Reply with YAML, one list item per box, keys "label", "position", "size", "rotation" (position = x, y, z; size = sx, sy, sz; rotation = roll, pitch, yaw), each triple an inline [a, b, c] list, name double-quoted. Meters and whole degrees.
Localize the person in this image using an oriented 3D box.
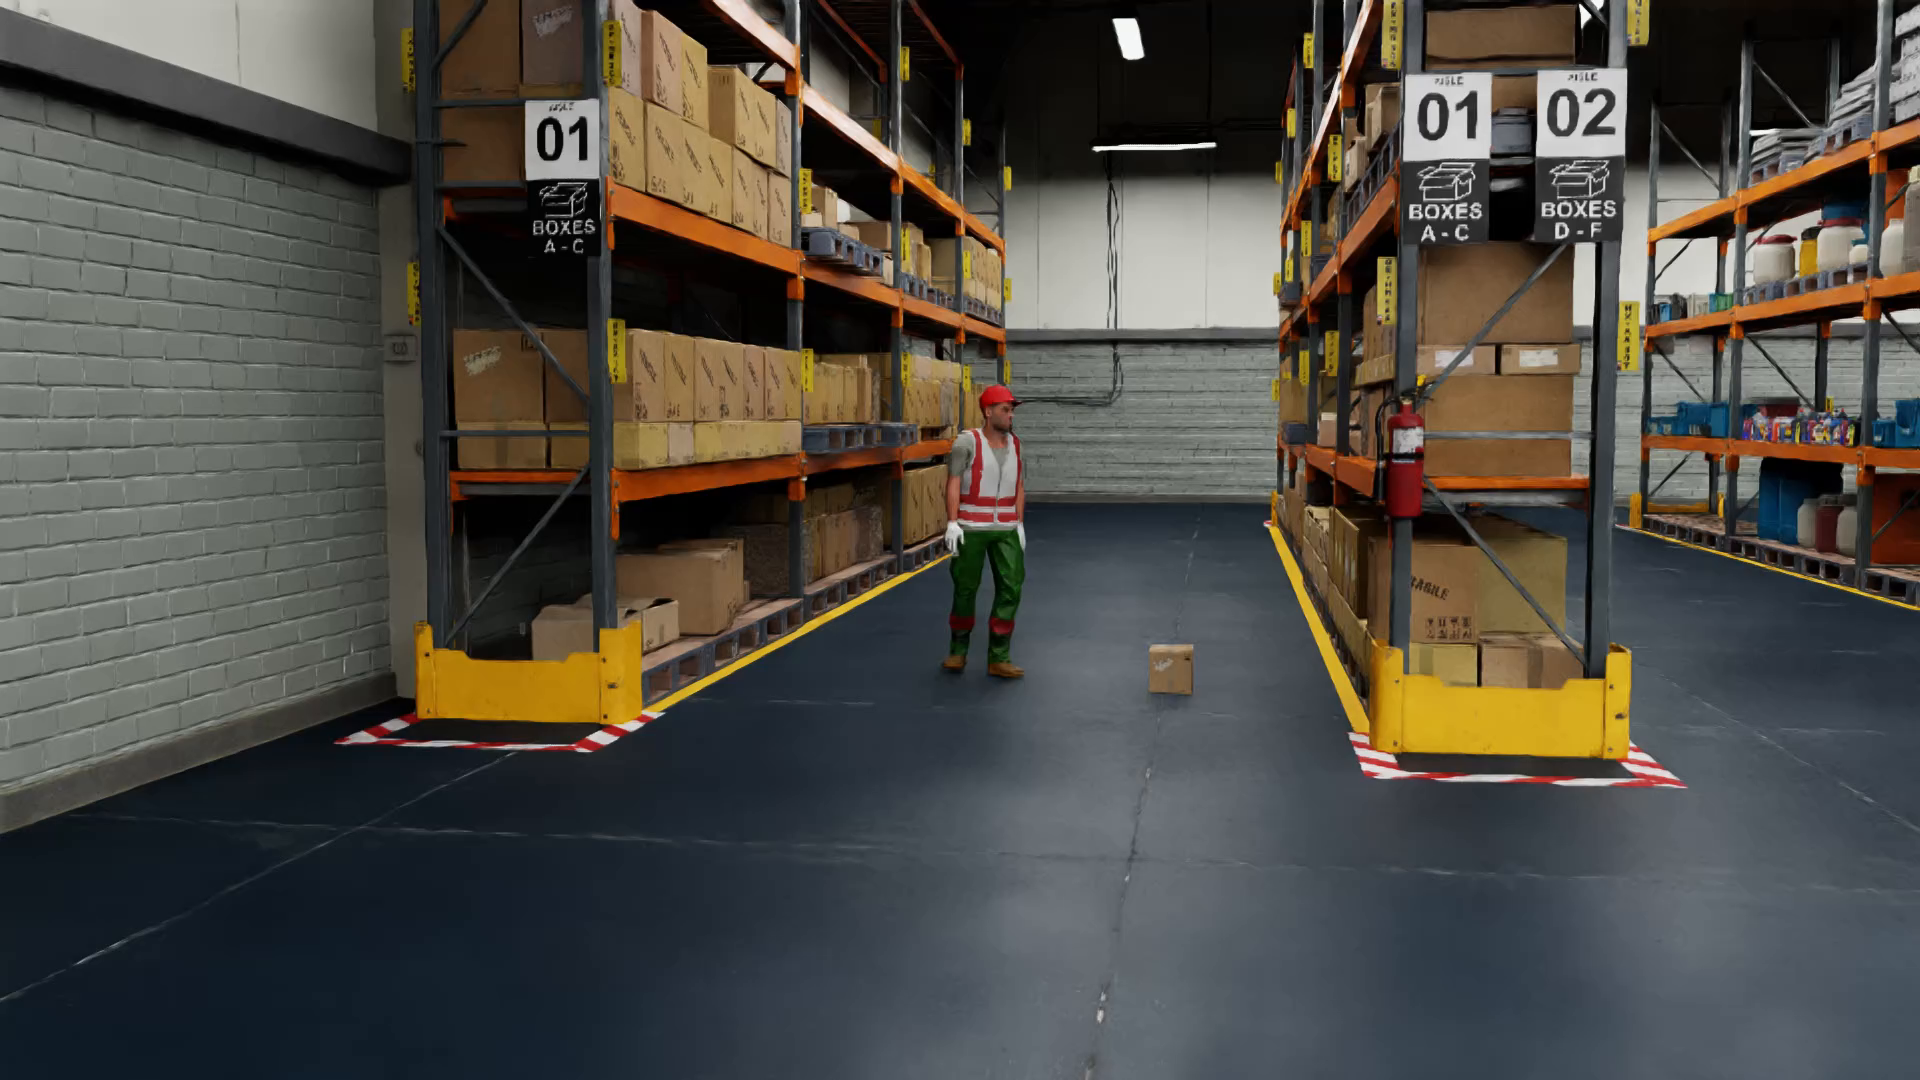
- label: "person"
  position: [0.158, -0.061, 10.236]
  size: [0.568, 1.781, 0.565]
  rotation: [-2, 5, -23]
